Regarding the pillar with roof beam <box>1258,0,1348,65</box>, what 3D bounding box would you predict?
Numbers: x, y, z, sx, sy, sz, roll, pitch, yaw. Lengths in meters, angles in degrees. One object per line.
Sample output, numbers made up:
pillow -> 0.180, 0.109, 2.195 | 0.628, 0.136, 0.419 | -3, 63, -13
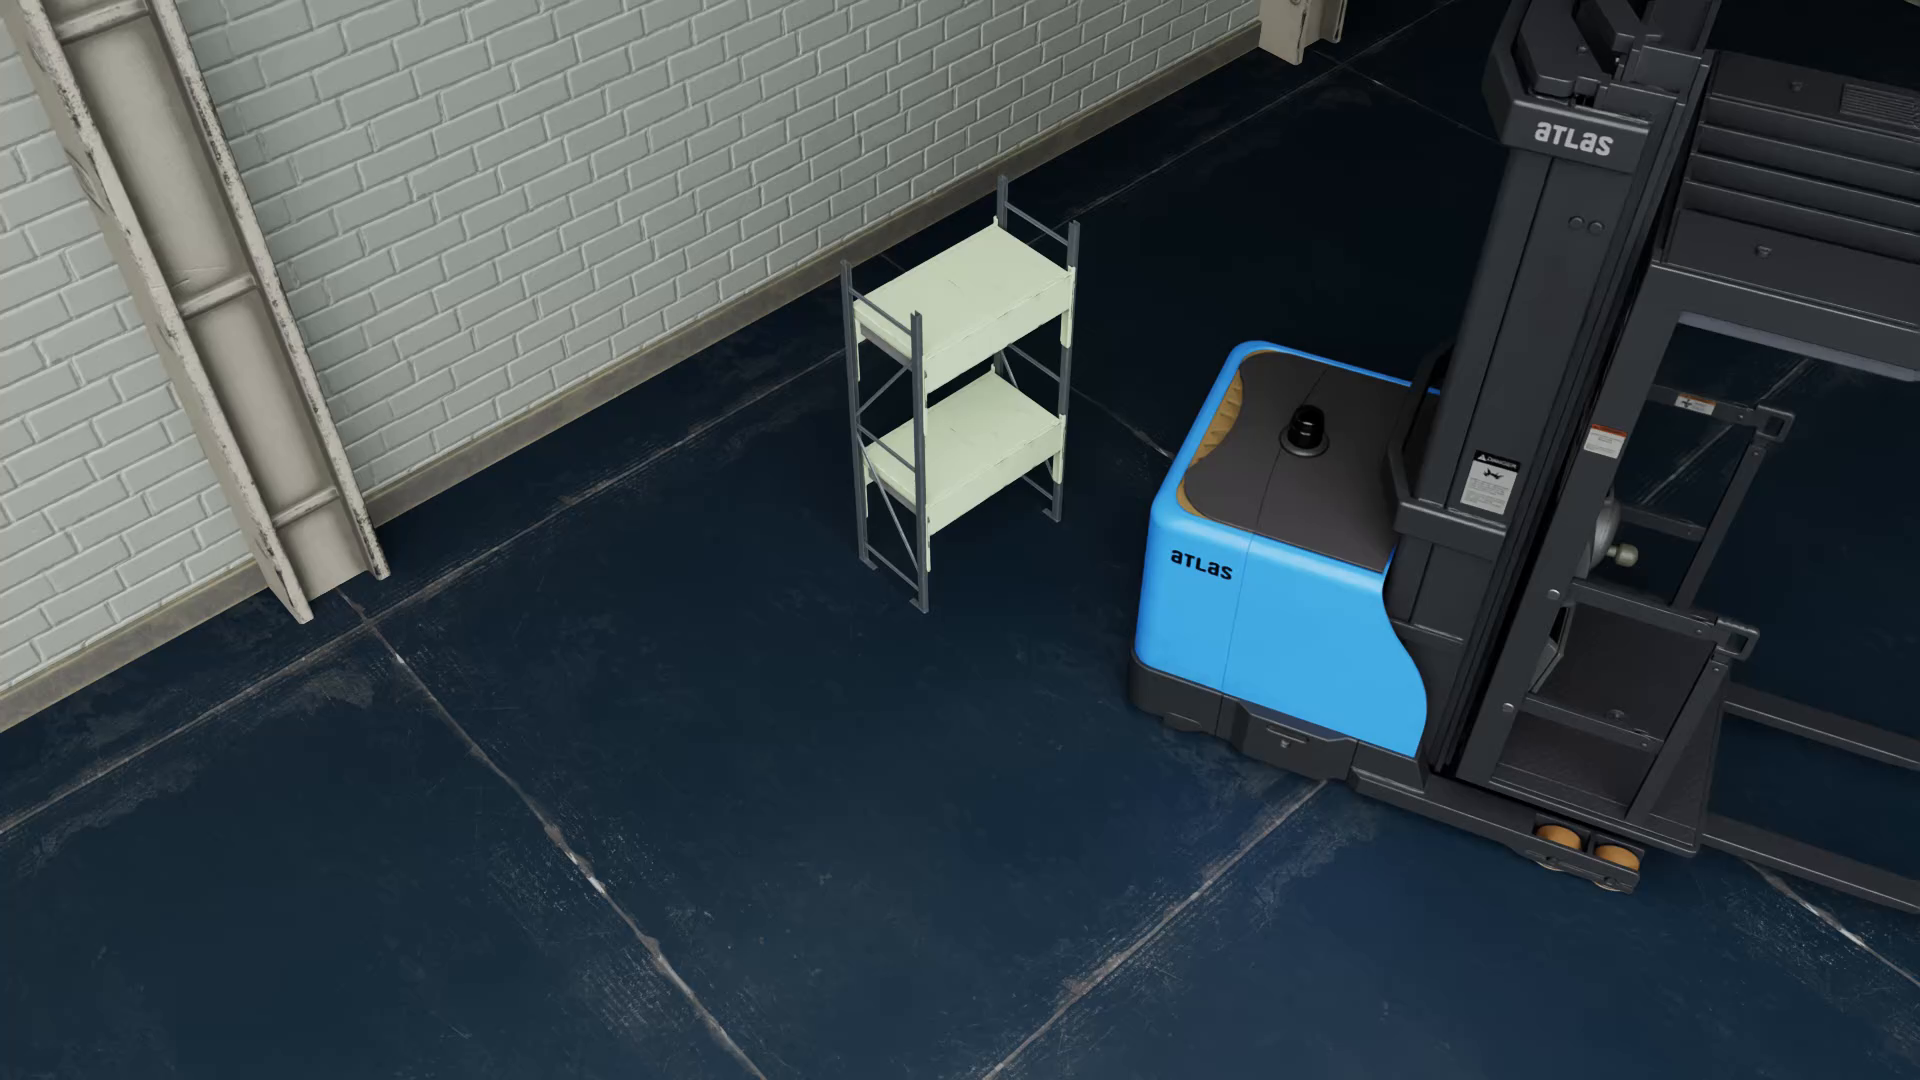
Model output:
pillar with roof beam -> 4.805, -3.527, 3.935 | 0.400, 9.000, 9.100 | -34, 56, -27

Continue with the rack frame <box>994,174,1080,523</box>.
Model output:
rack frame -> 0.276, -0.693, 6.422 | 0.023, 1.500, 0.400 | -34, 56, -27

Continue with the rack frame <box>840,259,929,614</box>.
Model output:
rack frame -> -0.266, -0.331, 6.088 | 0.023, 1.500, 0.400 | -34, 56, -27

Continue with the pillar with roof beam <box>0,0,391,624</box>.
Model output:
pillar with roof beam -> 0.365, -0.561, 1.197 | 0.400, 9.000, 9.100 | -34, 56, -27

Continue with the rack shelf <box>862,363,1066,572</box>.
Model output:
rack shelf -> 0.005, -0.291, 6.495 | 0.720, 0.370, 0.431 | -34, 56, -27

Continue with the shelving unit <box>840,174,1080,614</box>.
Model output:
shelving unit -> 0.005, -0.512, 6.255 | 0.755, 1.500, 0.431 | -34, 56, -27

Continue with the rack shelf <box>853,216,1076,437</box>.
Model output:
rack shelf -> 0.005, -0.777, 5.968 | 0.720, 0.370, 0.431 | -34, 56, -27

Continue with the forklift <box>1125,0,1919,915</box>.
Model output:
forklift -> 2.177, -0.242, 5.032 | 3.031, 2.935, 1.130 | 18, 50, 16
